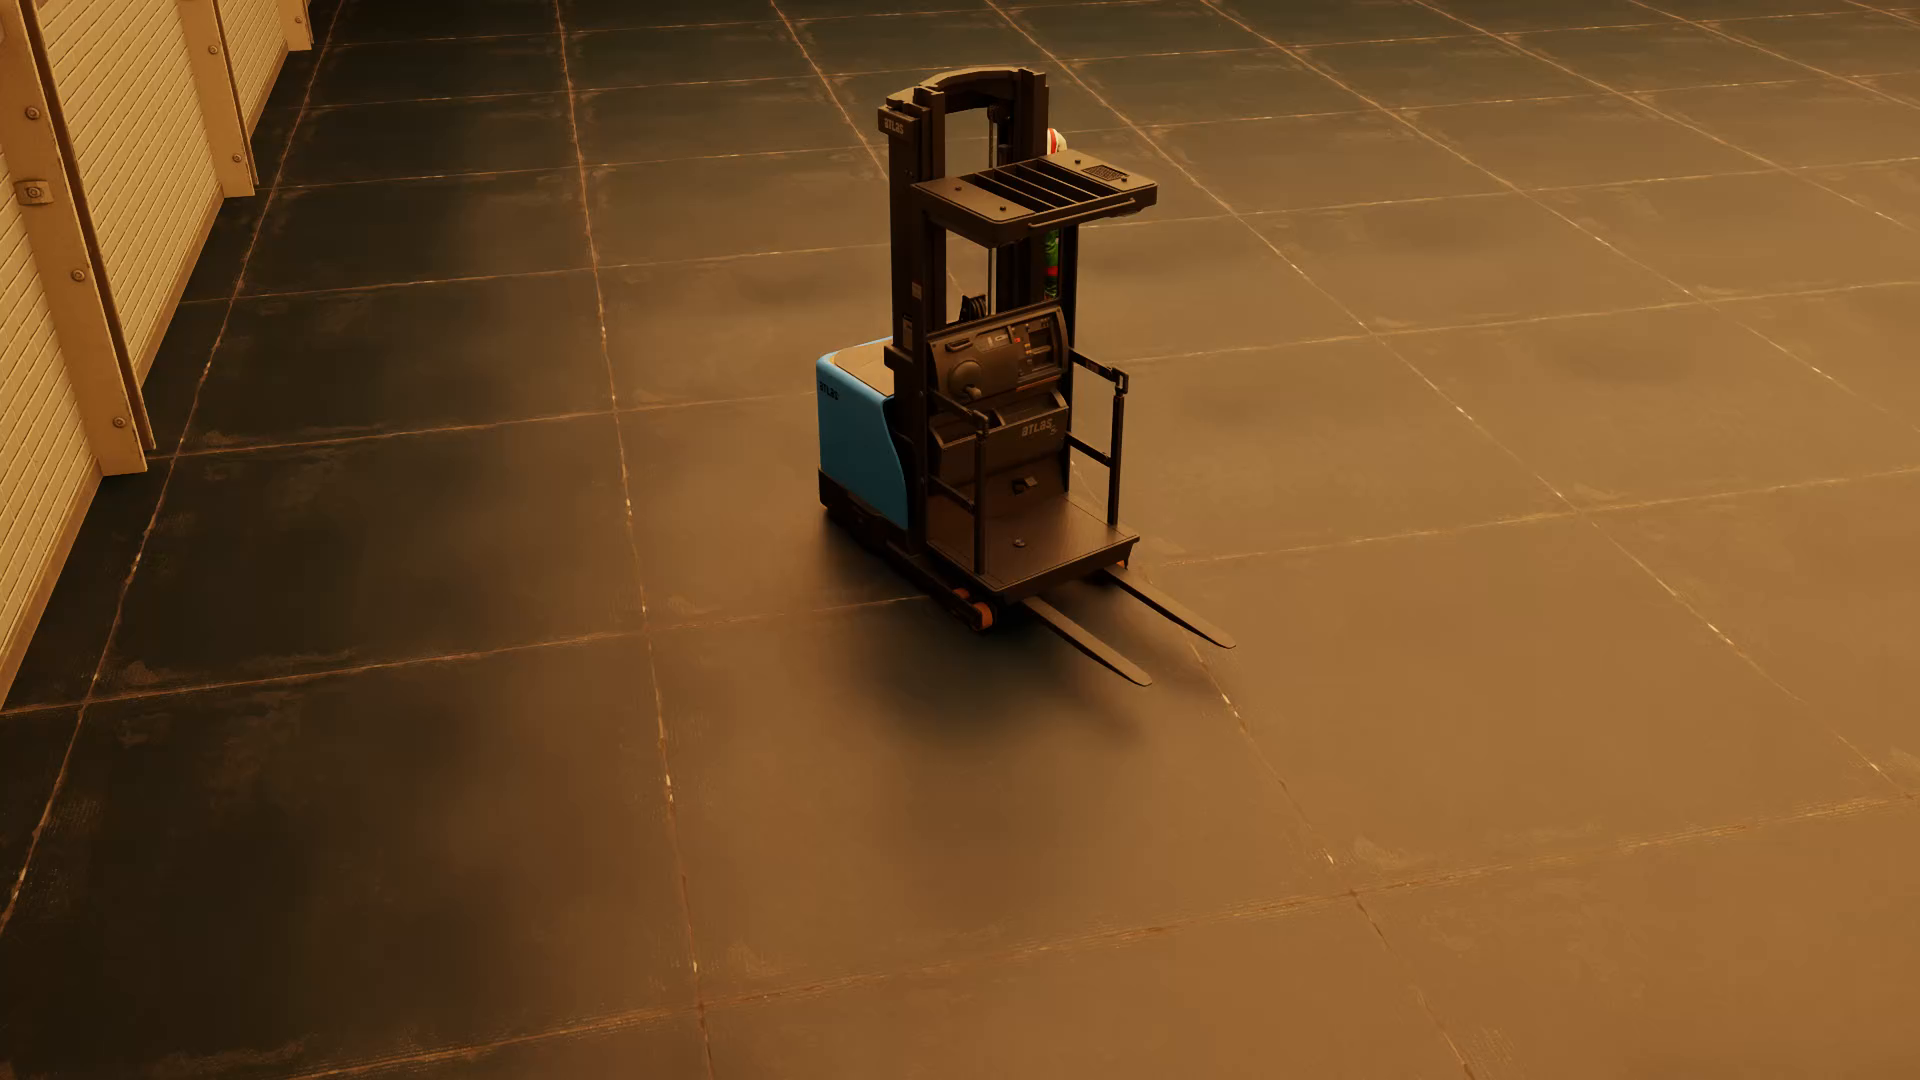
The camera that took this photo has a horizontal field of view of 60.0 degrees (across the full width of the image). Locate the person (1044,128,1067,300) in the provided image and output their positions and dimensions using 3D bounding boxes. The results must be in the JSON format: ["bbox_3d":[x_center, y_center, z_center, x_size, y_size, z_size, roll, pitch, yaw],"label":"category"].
[{"bbox_3d":[0.564,-2.748,13.447,0.638,1.788,0.563,-7,31,-12],"label":"person"}]

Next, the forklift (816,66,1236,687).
[{"bbox_3d":[0.355,-1.021,9.338,1.130,2.935,3.031,-20,35,-30],"label":"forklift"}]
